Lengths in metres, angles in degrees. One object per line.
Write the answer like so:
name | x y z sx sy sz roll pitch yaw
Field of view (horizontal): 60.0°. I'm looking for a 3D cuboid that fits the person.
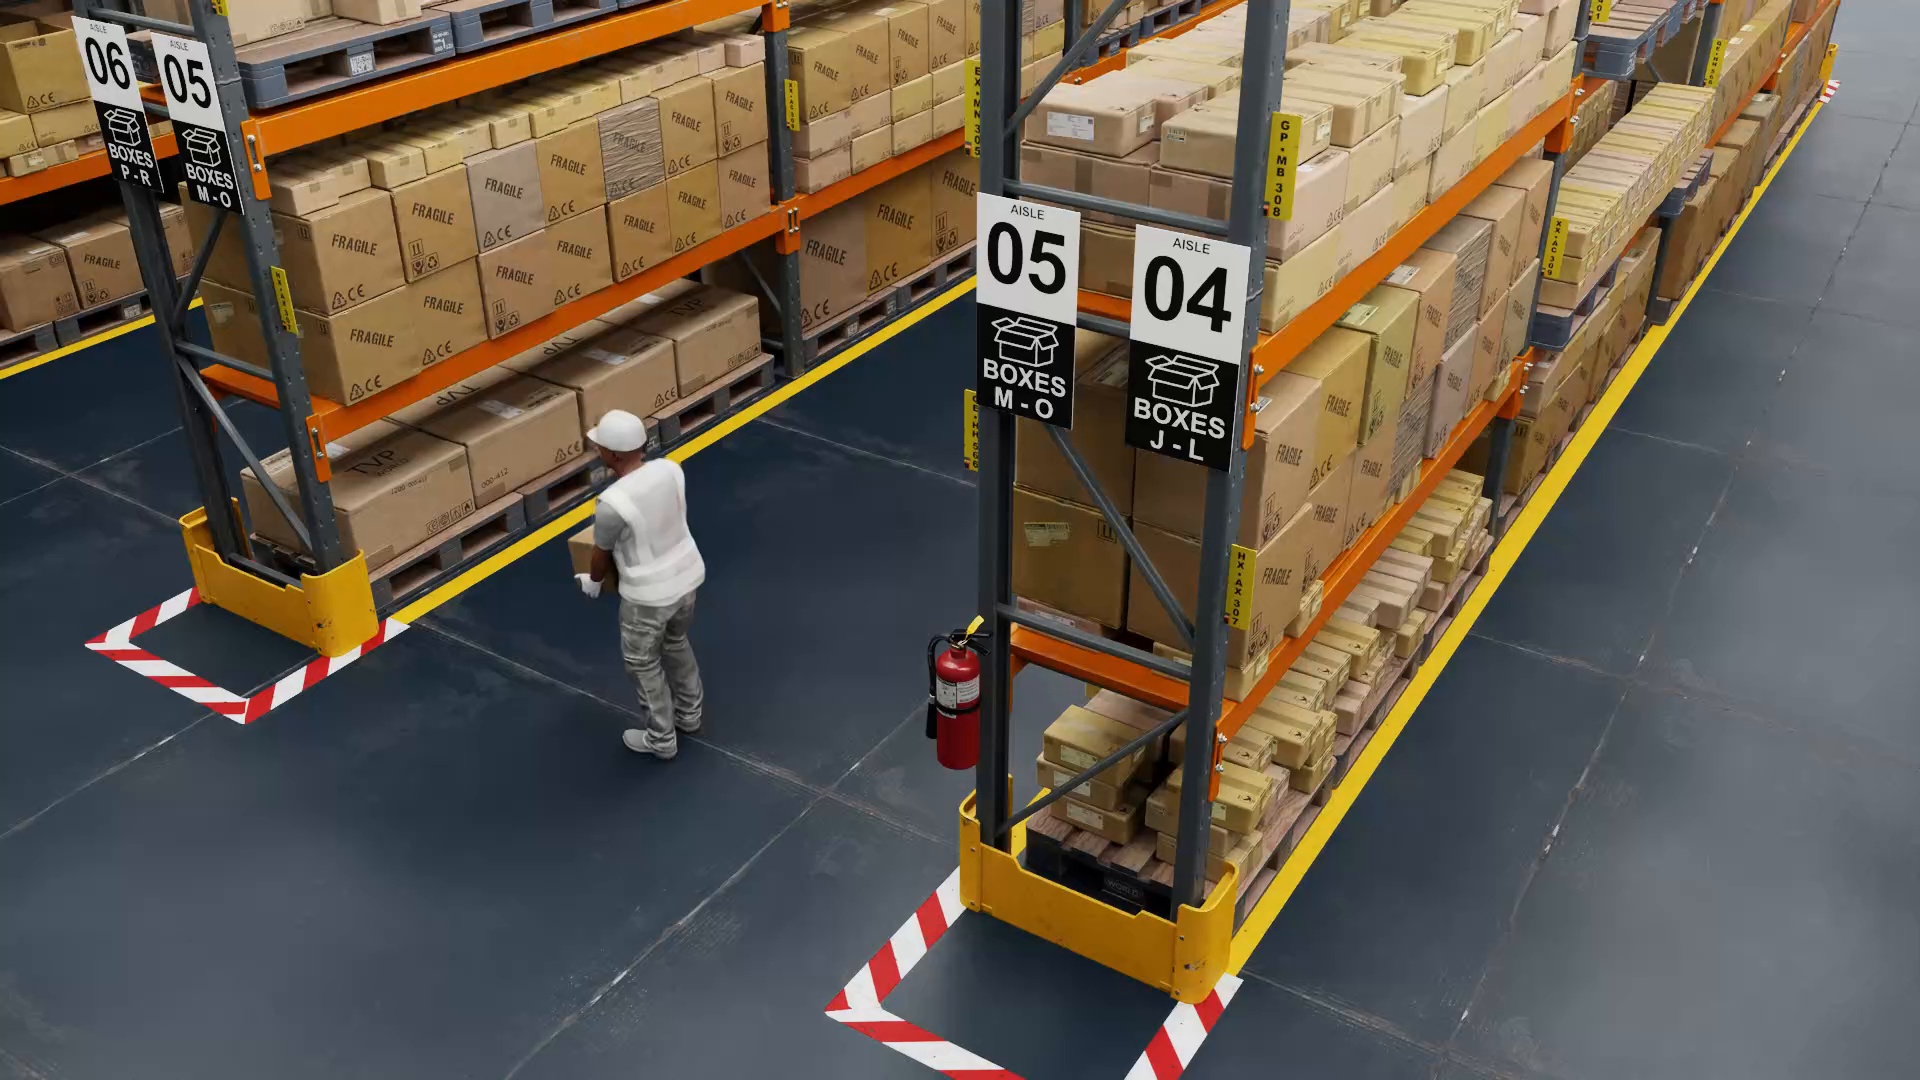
person | -1.515 0.196 7.846 0.597 1.770 0.490 17 34 27
